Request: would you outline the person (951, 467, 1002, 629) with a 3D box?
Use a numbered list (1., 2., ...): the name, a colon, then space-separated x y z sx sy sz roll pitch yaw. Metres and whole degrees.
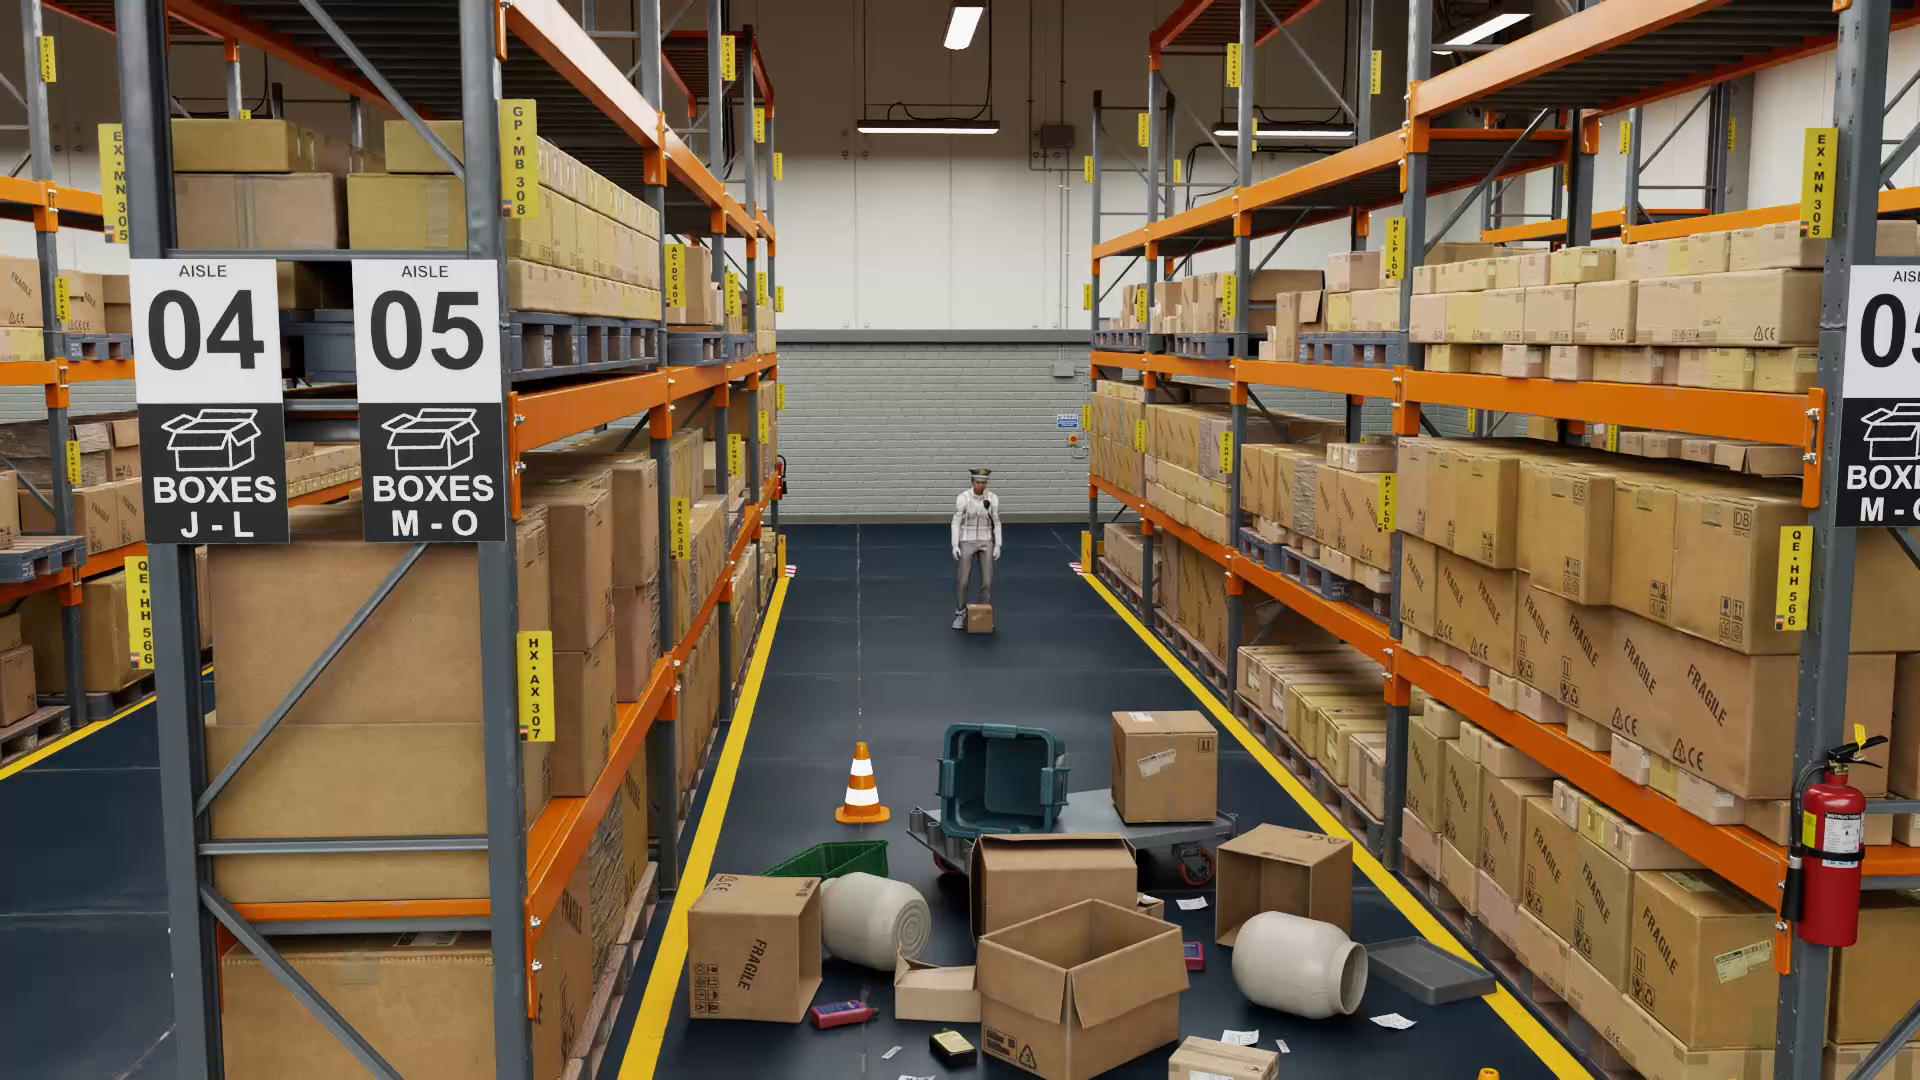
1. person: 0.173 0.074 17.145 0.533 1.660 0.374 -1 7 -7
